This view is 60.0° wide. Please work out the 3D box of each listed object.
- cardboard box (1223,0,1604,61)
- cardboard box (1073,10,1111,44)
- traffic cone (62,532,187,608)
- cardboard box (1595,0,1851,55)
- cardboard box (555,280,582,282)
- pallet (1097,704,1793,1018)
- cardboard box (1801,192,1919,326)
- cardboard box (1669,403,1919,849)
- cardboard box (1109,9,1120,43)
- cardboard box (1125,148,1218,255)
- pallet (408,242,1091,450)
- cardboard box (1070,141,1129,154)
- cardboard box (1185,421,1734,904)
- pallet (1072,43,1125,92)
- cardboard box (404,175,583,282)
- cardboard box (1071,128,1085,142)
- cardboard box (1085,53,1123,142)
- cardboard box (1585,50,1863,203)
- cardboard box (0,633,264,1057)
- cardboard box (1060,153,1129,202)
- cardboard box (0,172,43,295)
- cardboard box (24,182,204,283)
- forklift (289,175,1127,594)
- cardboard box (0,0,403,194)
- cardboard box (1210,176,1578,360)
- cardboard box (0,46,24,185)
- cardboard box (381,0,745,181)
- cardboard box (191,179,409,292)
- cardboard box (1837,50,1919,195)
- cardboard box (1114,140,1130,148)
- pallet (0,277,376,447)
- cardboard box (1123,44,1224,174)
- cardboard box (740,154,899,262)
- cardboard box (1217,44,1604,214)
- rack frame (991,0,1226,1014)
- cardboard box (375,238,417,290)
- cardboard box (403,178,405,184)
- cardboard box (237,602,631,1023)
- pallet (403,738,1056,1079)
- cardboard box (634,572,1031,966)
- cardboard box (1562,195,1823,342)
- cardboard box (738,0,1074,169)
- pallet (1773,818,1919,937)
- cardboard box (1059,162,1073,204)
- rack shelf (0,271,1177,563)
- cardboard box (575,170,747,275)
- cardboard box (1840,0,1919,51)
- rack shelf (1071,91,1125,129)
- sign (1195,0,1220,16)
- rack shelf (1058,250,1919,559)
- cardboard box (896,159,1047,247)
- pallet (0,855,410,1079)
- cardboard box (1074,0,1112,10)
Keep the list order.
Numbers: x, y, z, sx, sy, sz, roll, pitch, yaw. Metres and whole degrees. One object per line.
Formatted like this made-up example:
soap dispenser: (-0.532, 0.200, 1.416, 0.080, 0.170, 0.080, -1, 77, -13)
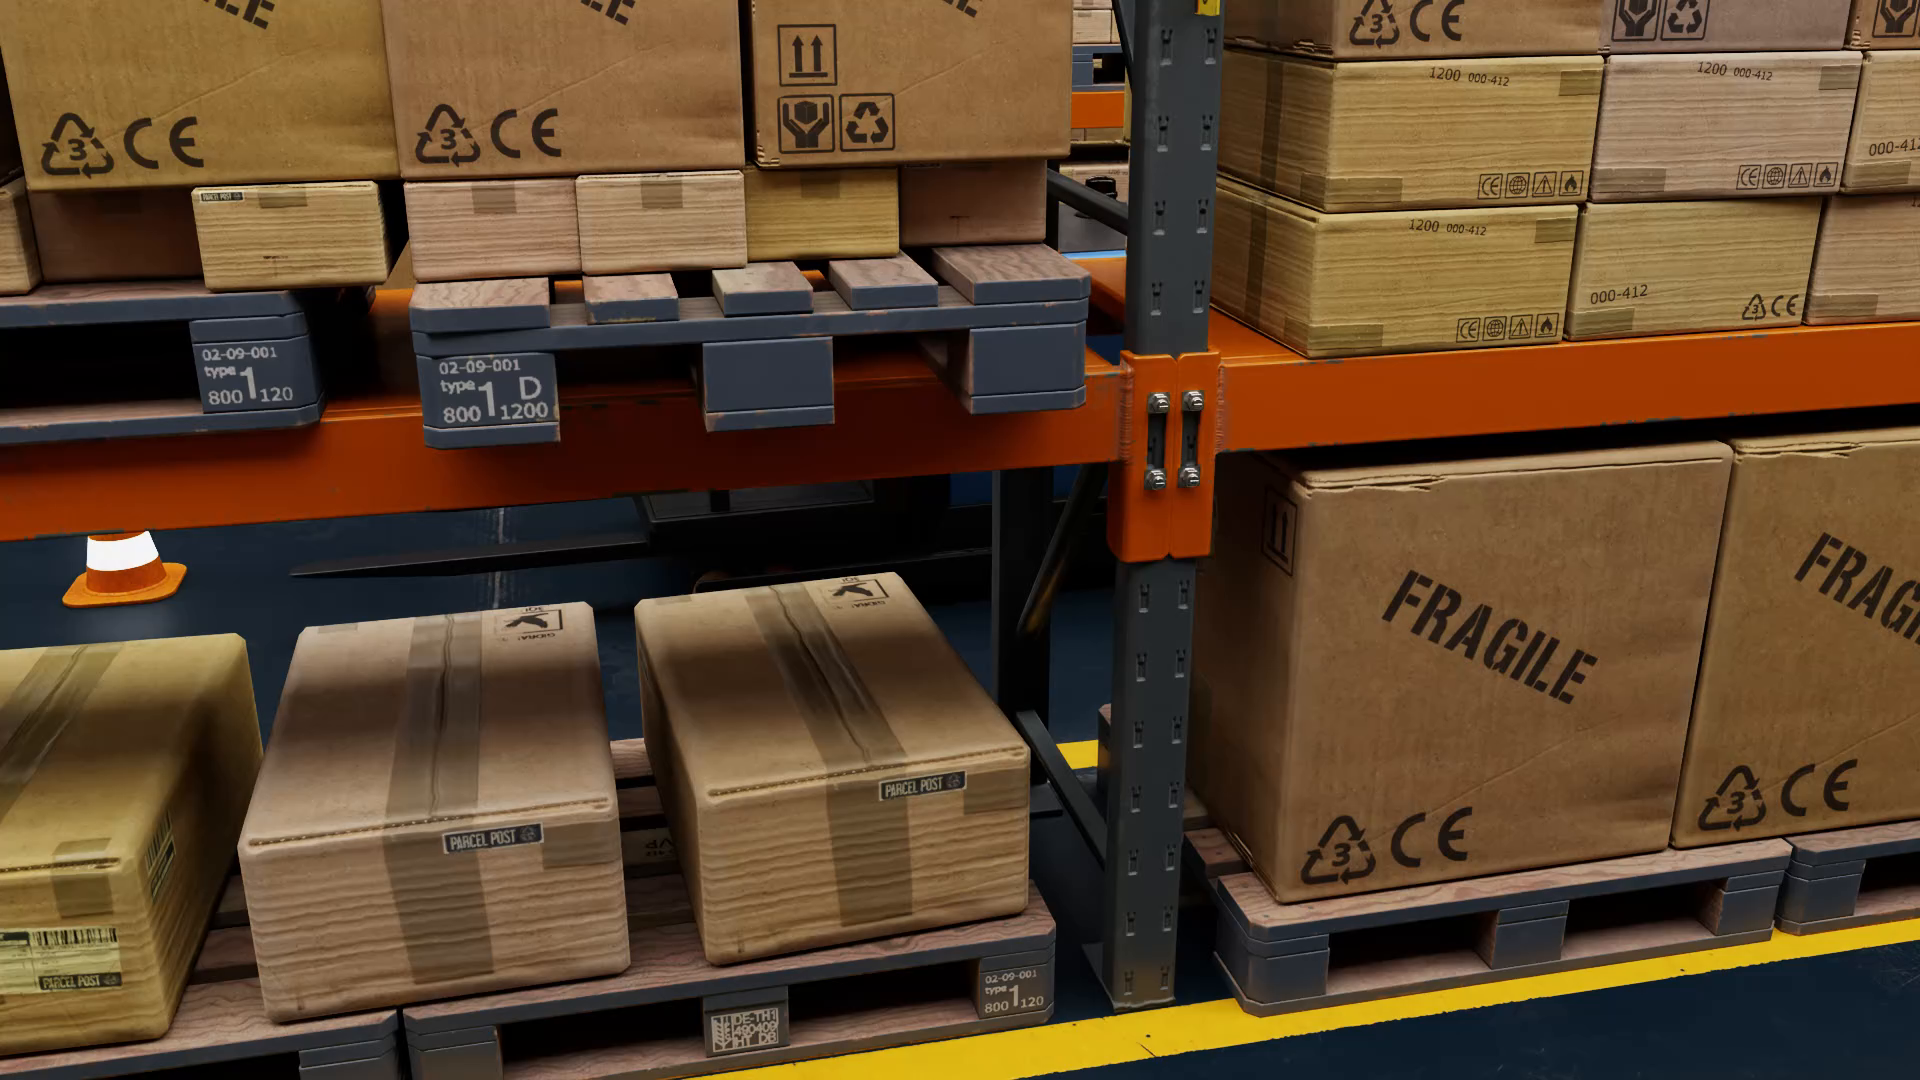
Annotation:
cardboard box: (0.786, -1.122, 2.917, 0.500, 0.500, 0.500, -5, 21, -14)
cardboard box: (0.539, -2.431, 7.844, 0.250, 0.149, 0.380, -4, 20, -11)
traffic cone: (-2.706, -0.065, 5.319, 0.334, 0.463, 0.336, -5, 21, -12)
cardboard box: (1.267, -1.164, 3.033, 0.500, 0.500, 0.500, -5, 21, -12)
cardboard box: (-1.601, -1.420, 7.990, 0.750, 0.750, 1.050, -5, 21, -13)
pallet: (1.035, 0.624, 3.804, 1.213, 0.211, 1.003, -5, 21, -12)
cardboard box: (1.792, -0.618, 3.360, 0.500, 0.250, 0.500, -4, 20, -11)
cardboard box: (1.810, 0.056, 3.779, 0.875, 0.875, 0.875, -4, 21, -12)
cardboard box: (0.784, -2.450, 7.896, 0.250, 0.149, 0.380, -4, 21, -12)
cardboard box: (0.683, -0.705, 3.596, 0.500, 0.250, 0.500, -5, 21, -14)
pallet: (-0.419, -0.466, 3.005, 1.003, 0.211, 1.213, -5, 21, -12)
cardboard box: (0.605, -1.893, 8.555, 0.500, 0.250, 0.500, -4, 21, -11)
cardboard box: (0.941, 0.125, 3.590, 0.875, 0.875, 0.875, -5, 21, -13)
pallet: (0.930, -2.377, 8.223, 1.213, 0.211, 1.003, -5, 21, -12)
cardboard box: (-0.741, -0.525, 2.642, 0.250, 0.149, 0.380, -6, 21, -15)
cardboard box: (0.375, -3.353, 13.086, 0.875, 0.875, 1.225, -5, 21, -14)
cardboard box: (1.244, -3.424, 13.280, 0.875, 0.875, 1.225, -5, 21, -12)
cardboard box: (1.303, -0.811, 3.158, 0.500, 0.250, 0.500, -4, 21, -11)
cardboard box: (-1.758, 0.549, 3.165, 0.625, 0.372, 0.950, -4, 20, -11)
cardboard box: (0.718, -1.721, 8.086, 0.500, 0.250, 0.500, -4, 21, -12)
cardboard box: (-1.504, -0.474, 2.501, 0.250, 0.149, 0.380, -5, 21, -14)
cardboard box: (-1.279, -0.521, 2.630, 0.250, 0.149, 0.380, -4, 21, -12)
forklift: (-0.606, -1.316, 5.147, 3.031, 2.935, 1.130, -6, 21, -15)
cardboard box: (-1.120, -0.818, 2.499, 0.500, 0.500, 0.500, -6, 21, -16)
cardboard box: (0.784, -0.532, 3.125, 0.500, 0.250, 0.500, -5, 21, -13)
cardboard box: (-1.651, -0.775, 2.381, 0.500, 0.500, 0.500, -6, 21, -15)
cardboard box: (-0.629, -0.858, 2.609, 0.500, 0.500, 0.500, -5, 21, -13)
cardboard box: (-1.005, -0.499, 2.570, 0.250, 0.149, 0.380, -4, 21, -12)
cardboard box: (1.791, -0.846, 3.254, 0.500, 0.250, 0.500, -5, 21, -13)
cardboard box: (1.111, -1.937, 8.676, 0.500, 0.250, 0.500, -4, 20, -10)
pallet: (-1.667, -0.388, 2.791, 1.213, 0.211, 1.003, -5, 21, -12)
cardboard box: (0.663, -0.936, 3.500, 0.500, 0.250, 0.500, -5, 21, -13)
cardboard box: (-0.259, -0.577, 2.784, 0.250, 0.149, 0.380, -4, 21, -12)
cardboard box: (0.800, -0.770, 3.047, 0.500, 0.250, 0.500, -5, 21, -13)
rack frame: (0.250, -0.648, 3.223, 0.127, 3.000, 1.000, -5, 21, -12)
cardboard box: (-2.451, -1.350, 7.798, 0.750, 0.750, 1.050, -4, 21, -12)
cardboard box: (-0.941, -0.732, 3.206, 0.250, 0.149, 0.380, -5, 21, -12)
cardboard box: (-1.018, 0.491, 3.323, 0.625, 0.372, 0.950, -5, 21, -14)
pallet: (-0.511, 0.722, 3.535, 1.213, 0.211, 1.003, -5, 21, -12)
cardboard box: (-0.302, 0.430, 3.490, 0.625, 0.372, 0.950, -6, 21, -16)
cardboard box: (1.280, -0.579, 3.252, 0.500, 0.250, 0.500, -5, 21, -14)
cardboard box: (-0.128, -0.903, 2.730, 0.500, 0.500, 0.500, -5, 21, -14)
pallet: (2.220, 0.529, 4.065, 1.213, 0.211, 1.003, -5, 21, -12)
cardboard box: (0.233, -1.686, 7.991, 0.500, 0.250, 0.500, -5, 21, -13)
rack shelf: (-1.696, -0.152, 2.915, 4.000, 0.370, 1.077, -5, 21, -12)
cardboard box: (-0.494, -0.542, 2.689, 0.250, 0.149, 0.380, -5, 21, -13)
cardboard box: (1.774, -1.200, 3.131, 0.500, 0.500, 0.500, -4, 21, -11)
rack shelf: (0.959, -2.118, 8.281, 4.000, 0.370, 1.077, -5, 21, -12)
sign: (0.384, -0.974, 2.544, 0.005, 0.325, 0.100, -5, 21, -12)
rack shelf: (2.196, -0.469, 3.779, 4.000, 0.370, 1.077, -5, 21, -12)
cardboard box: (-0.015, -0.623, 2.908, 0.250, 0.149, 0.380, -4, 20, -10)
pallet: (-1.696, 0.818, 3.275, 1.213, 0.211, 1.003, -5, 21, -12)
cardboard box: (0.540, -2.571, 7.794, 0.250, 0.149, 0.380, -5, 21, -12)
